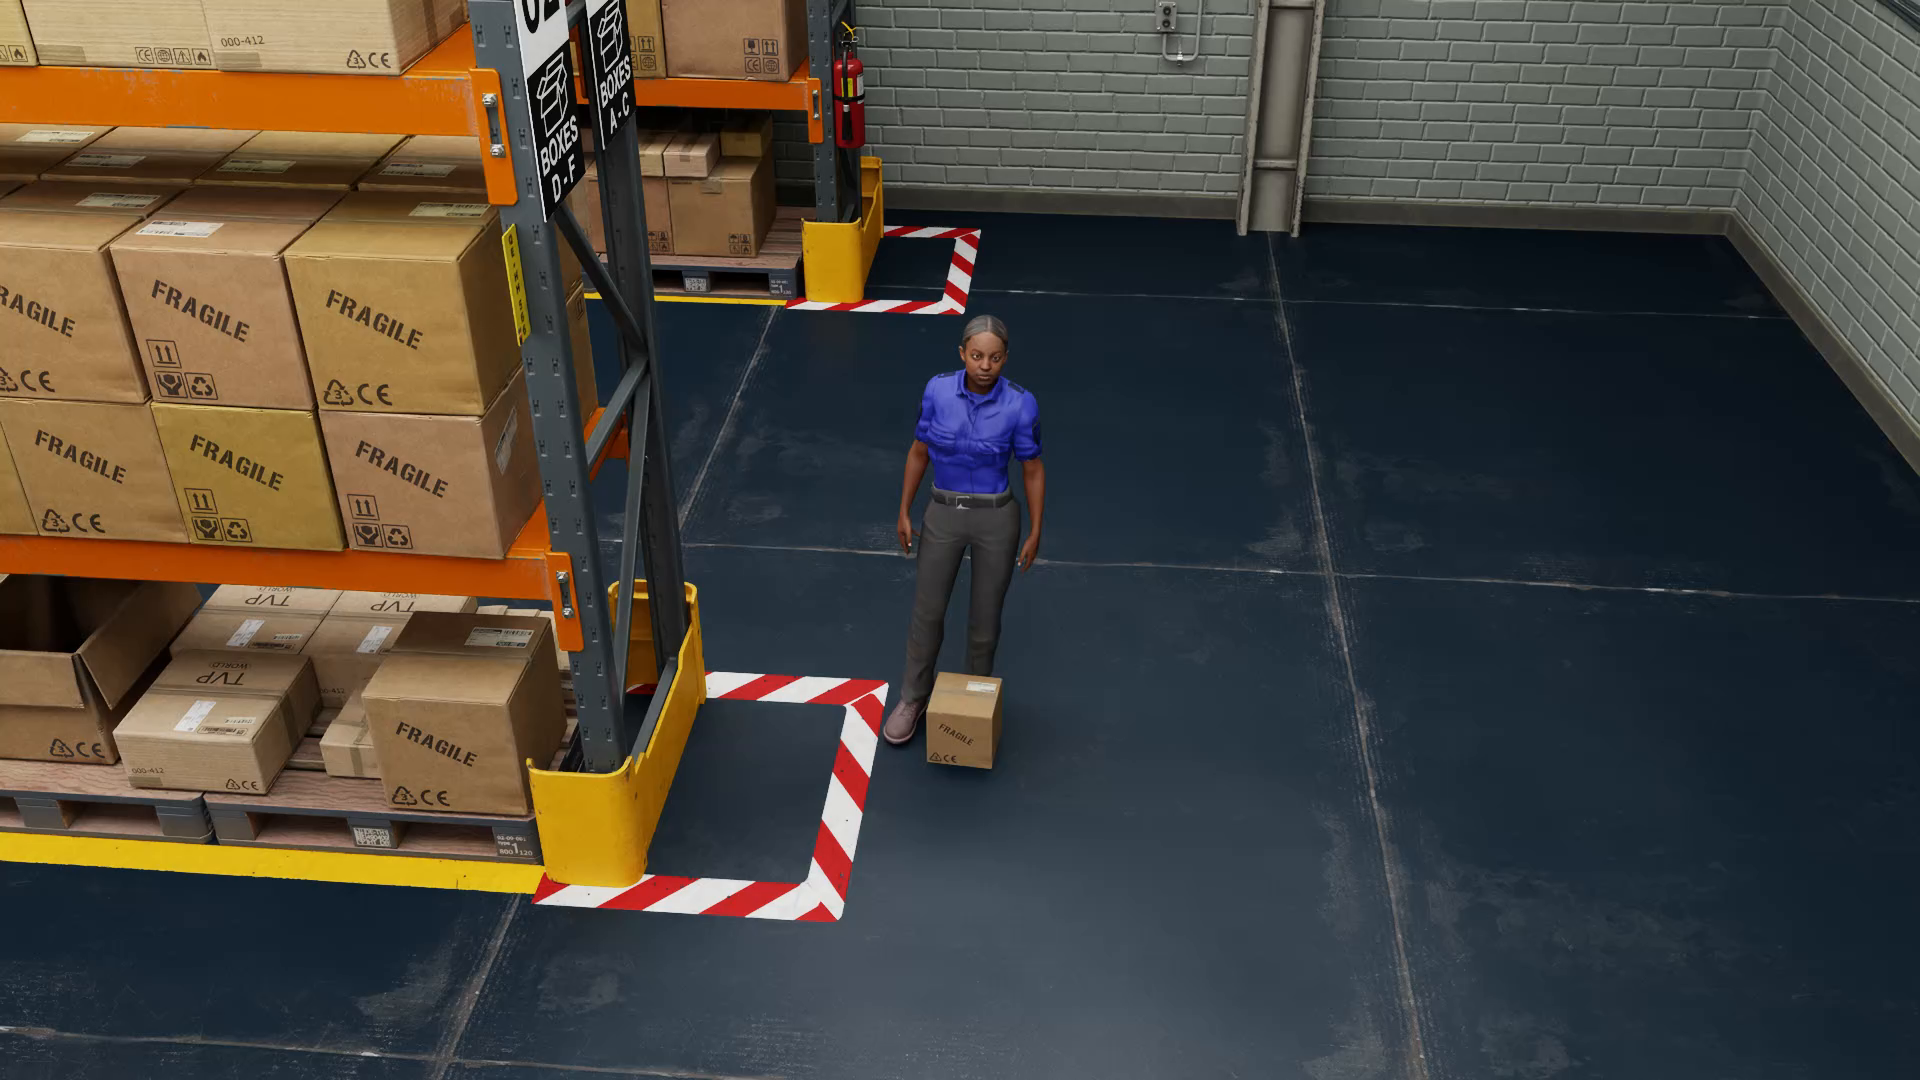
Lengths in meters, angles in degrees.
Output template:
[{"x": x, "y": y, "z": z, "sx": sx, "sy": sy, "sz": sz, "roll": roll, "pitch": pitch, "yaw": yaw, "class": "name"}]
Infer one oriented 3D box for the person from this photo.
[{"x": 0.014, "y": -0.009, "z": 6.149, "sx": 0.569, "sy": 1.644, "sz": 0.503, "roll": 6, "pitch": 33, "yaw": 9, "class": "person"}]
